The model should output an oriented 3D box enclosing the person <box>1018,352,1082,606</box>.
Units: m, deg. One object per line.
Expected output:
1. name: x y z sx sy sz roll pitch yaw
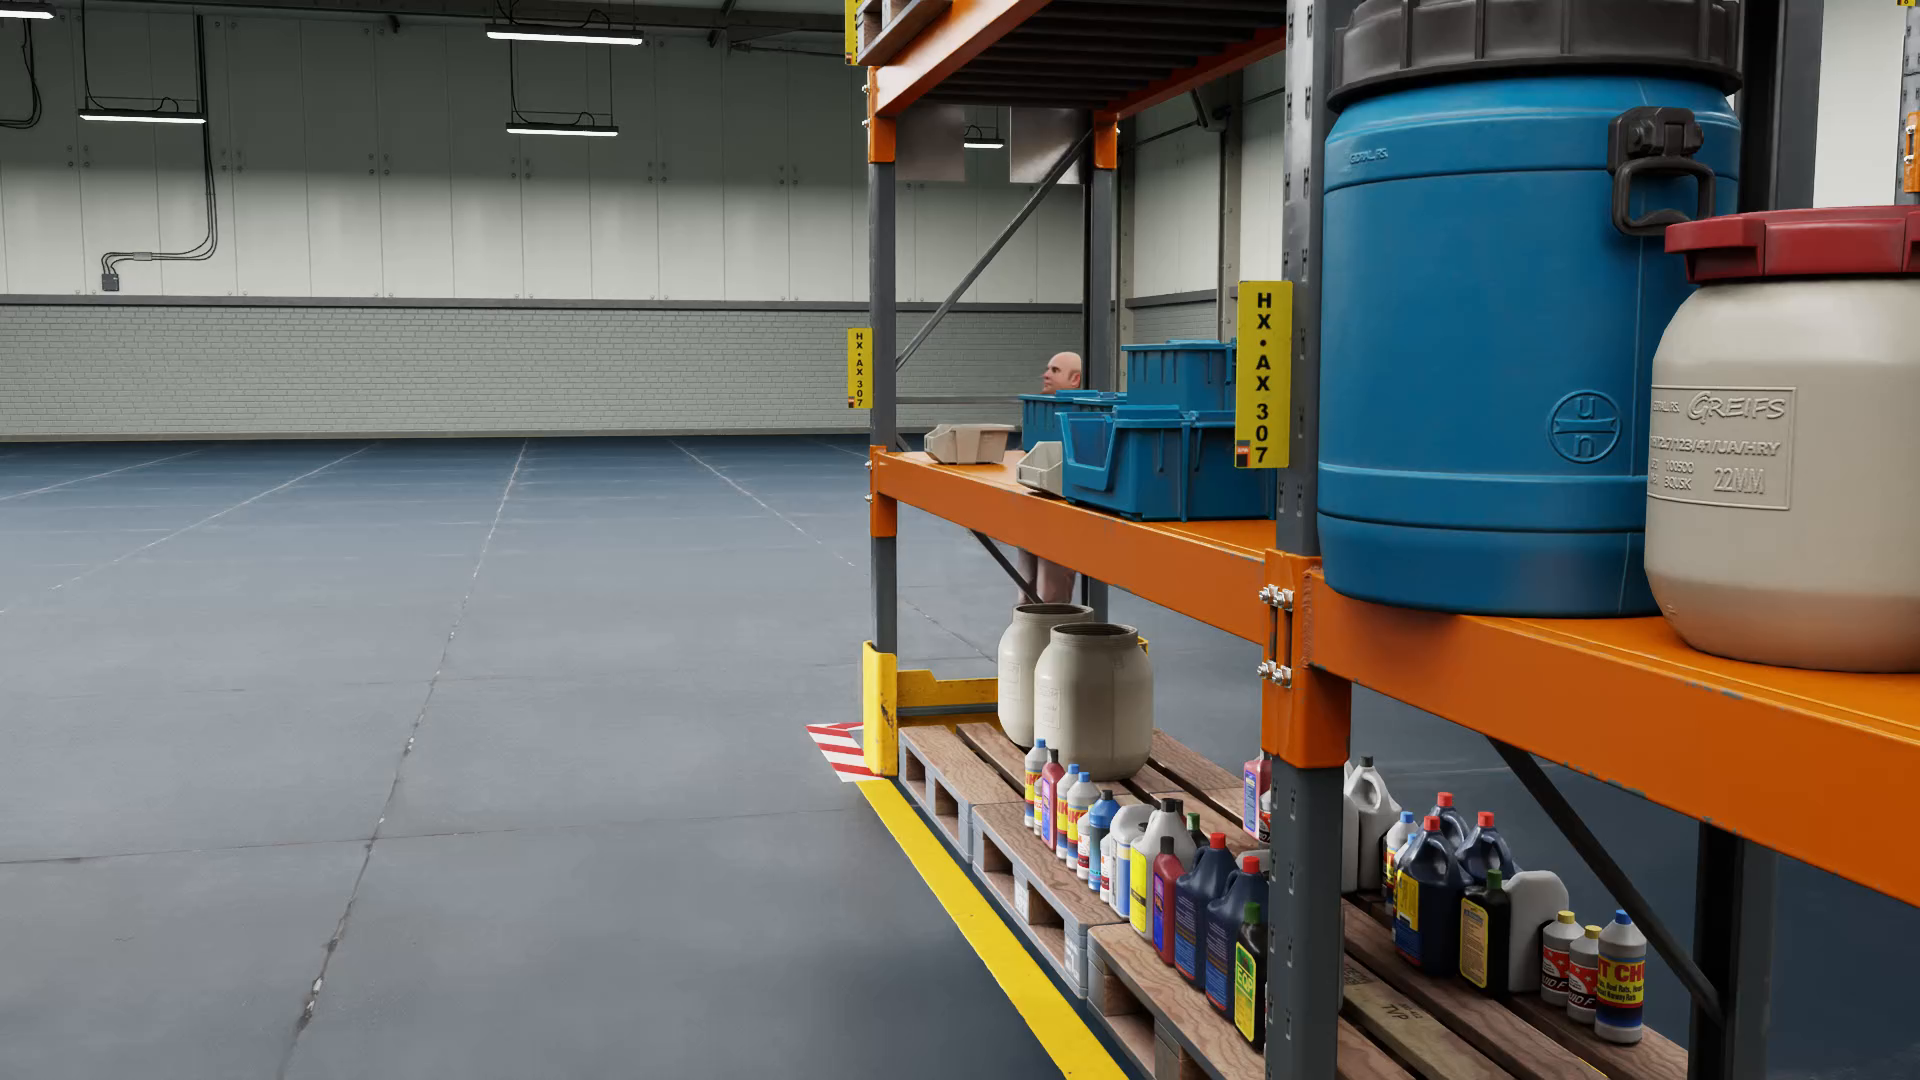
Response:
1. person: 0.375 -0.052 8.091 0.551 1.711 0.494 -2 6 -20
